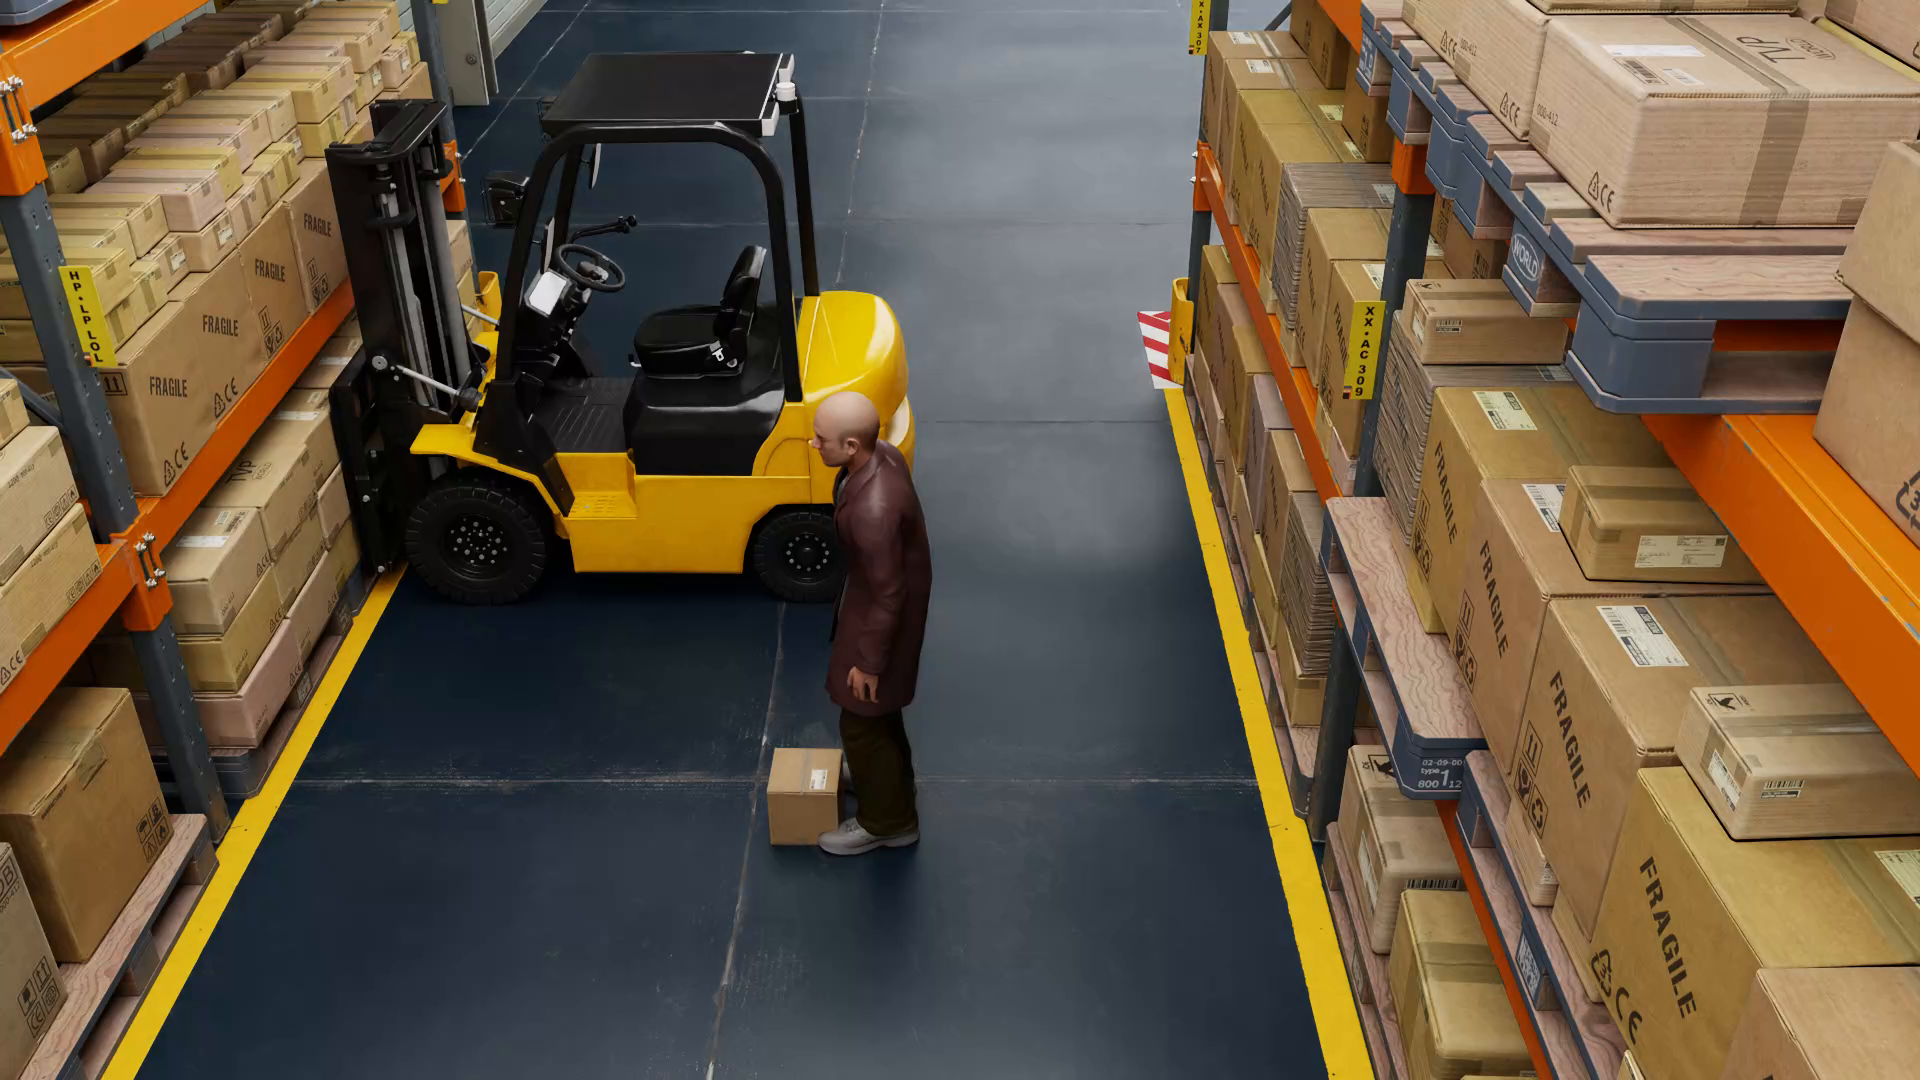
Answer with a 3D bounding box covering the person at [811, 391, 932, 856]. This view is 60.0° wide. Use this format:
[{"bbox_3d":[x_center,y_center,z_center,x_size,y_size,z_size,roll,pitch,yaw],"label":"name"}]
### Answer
[{"bbox_3d":[-0.309,0.287,5.674,0.429,1.772,0.650,-2,31,-3],"label":"person"}]
